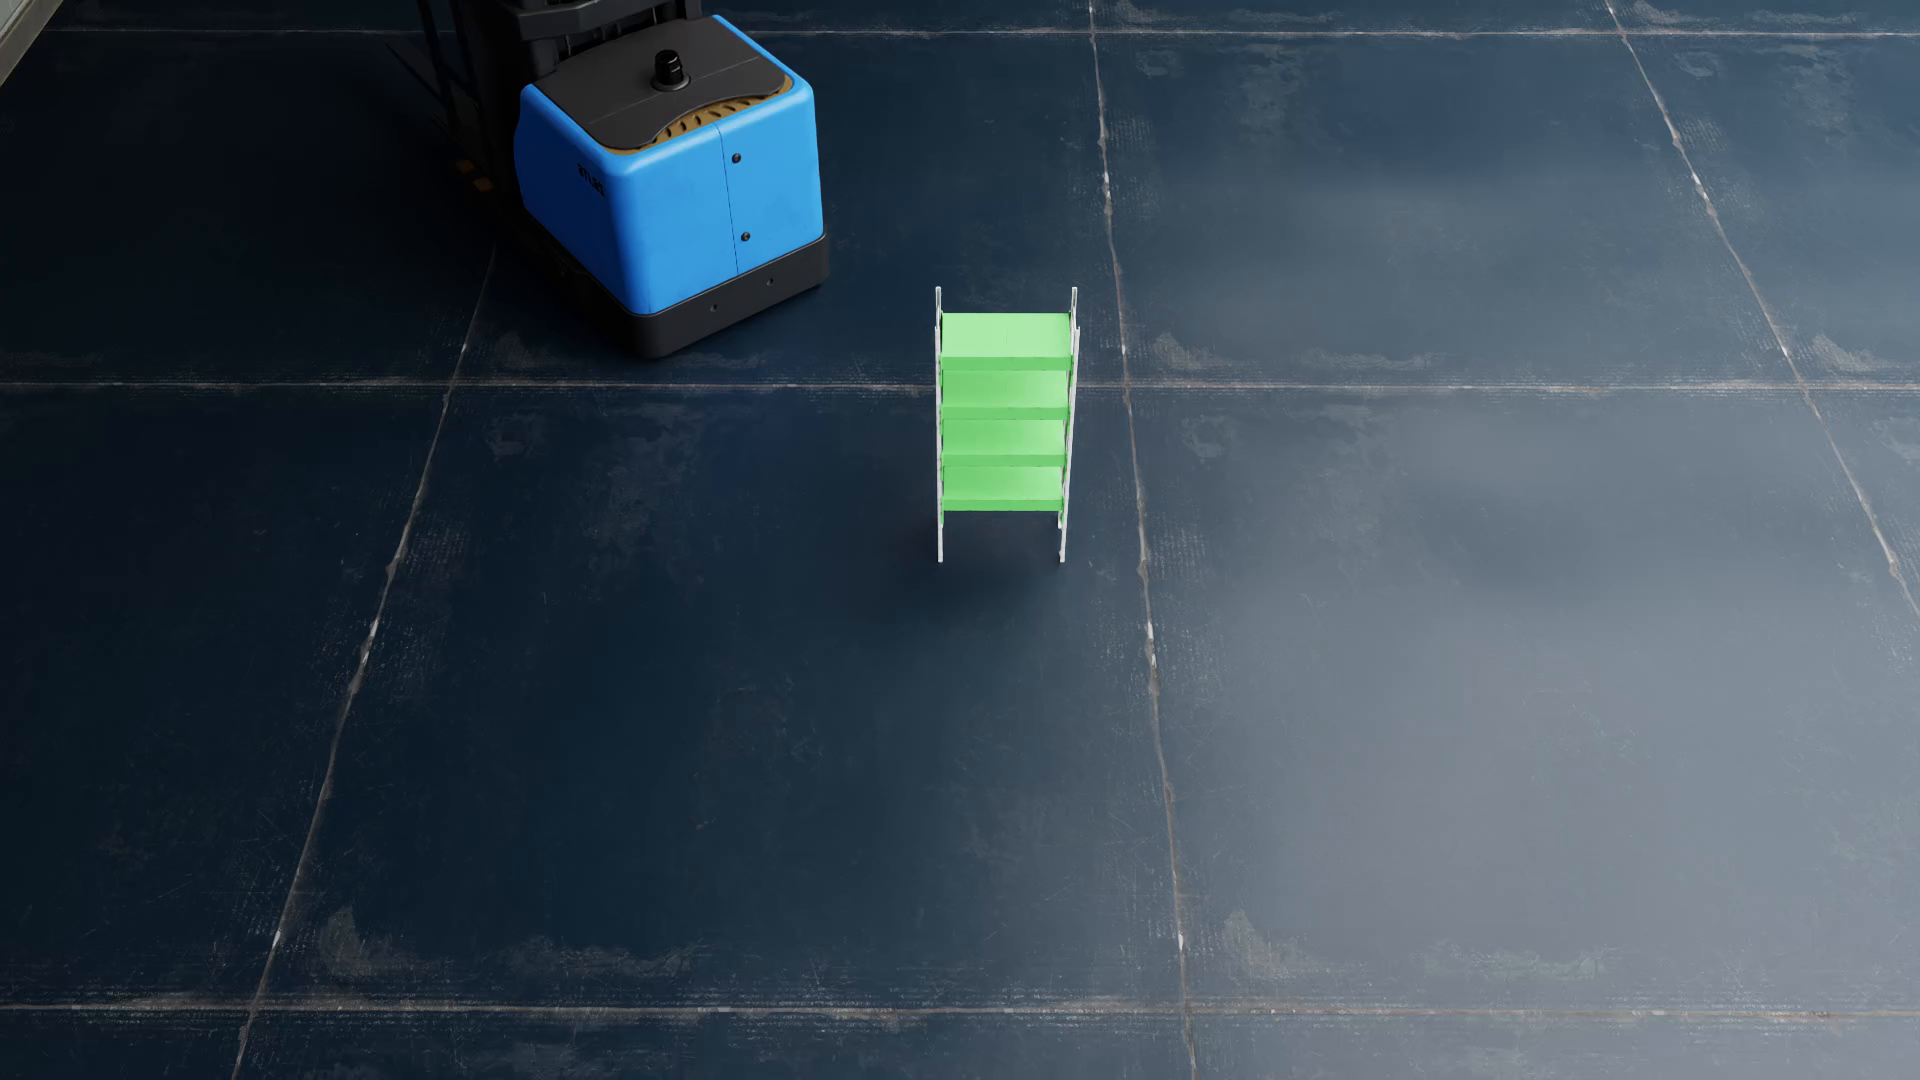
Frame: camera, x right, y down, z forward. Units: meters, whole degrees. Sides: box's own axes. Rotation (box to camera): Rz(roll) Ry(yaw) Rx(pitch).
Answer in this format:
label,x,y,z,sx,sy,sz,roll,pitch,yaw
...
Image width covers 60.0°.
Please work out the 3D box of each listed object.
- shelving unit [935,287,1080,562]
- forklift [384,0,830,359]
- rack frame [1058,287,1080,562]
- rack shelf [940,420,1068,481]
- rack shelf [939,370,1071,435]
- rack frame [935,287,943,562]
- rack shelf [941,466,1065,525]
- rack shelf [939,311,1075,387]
label,x,y,z,sx,sy,sz,roll,pitch,yaw
shelving unit,0.166,-0.408,6.310,0.503,1.200,0.258,0,47,0
forklift,-1.914,-2.835,7.387,1.130,2.935,3.031,-30,54,-25
rack frame,0.410,-0.408,6.310,0.015,1.200,0.240,0,47,0
rack shelf,0.166,-0.365,6.357,0.480,0.148,0.258,0,47,0
rack shelf,0.166,-0.528,6.181,0.480,0.148,0.258,0,47,0
rack frame,-0.078,-0.409,6.311,0.015,1.200,0.240,0,47,0
rack shelf,0.166,-0.201,6.533,0.480,0.148,0.258,0,47,0
rack shelf,0.166,-0.692,6.006,0.480,0.148,0.258,0,47,0
